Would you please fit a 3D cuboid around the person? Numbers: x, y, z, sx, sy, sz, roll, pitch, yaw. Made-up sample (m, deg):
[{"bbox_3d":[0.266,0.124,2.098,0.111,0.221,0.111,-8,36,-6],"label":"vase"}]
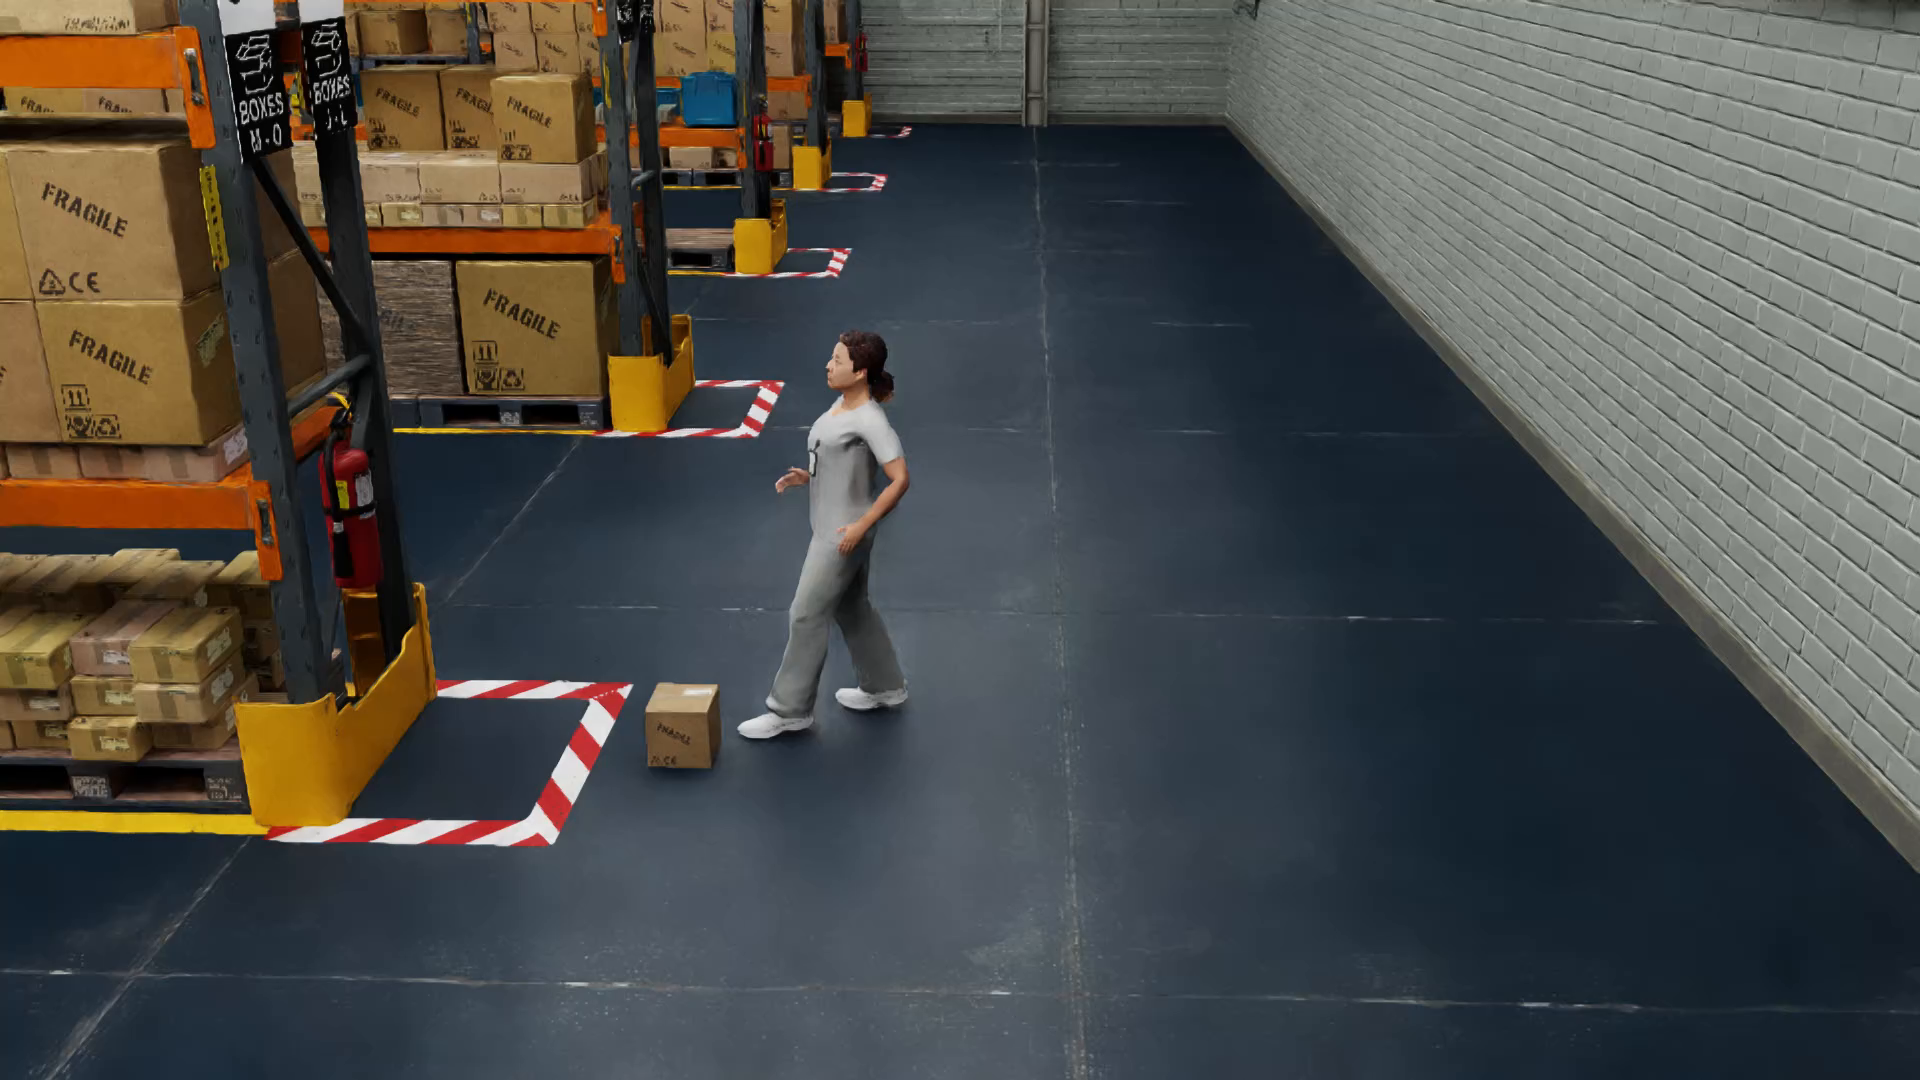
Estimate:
[{"bbox_3d":[-0.556,-0.016,6.612,0.731,1.665,0.612,-5,21,-13],"label":"person"}]
